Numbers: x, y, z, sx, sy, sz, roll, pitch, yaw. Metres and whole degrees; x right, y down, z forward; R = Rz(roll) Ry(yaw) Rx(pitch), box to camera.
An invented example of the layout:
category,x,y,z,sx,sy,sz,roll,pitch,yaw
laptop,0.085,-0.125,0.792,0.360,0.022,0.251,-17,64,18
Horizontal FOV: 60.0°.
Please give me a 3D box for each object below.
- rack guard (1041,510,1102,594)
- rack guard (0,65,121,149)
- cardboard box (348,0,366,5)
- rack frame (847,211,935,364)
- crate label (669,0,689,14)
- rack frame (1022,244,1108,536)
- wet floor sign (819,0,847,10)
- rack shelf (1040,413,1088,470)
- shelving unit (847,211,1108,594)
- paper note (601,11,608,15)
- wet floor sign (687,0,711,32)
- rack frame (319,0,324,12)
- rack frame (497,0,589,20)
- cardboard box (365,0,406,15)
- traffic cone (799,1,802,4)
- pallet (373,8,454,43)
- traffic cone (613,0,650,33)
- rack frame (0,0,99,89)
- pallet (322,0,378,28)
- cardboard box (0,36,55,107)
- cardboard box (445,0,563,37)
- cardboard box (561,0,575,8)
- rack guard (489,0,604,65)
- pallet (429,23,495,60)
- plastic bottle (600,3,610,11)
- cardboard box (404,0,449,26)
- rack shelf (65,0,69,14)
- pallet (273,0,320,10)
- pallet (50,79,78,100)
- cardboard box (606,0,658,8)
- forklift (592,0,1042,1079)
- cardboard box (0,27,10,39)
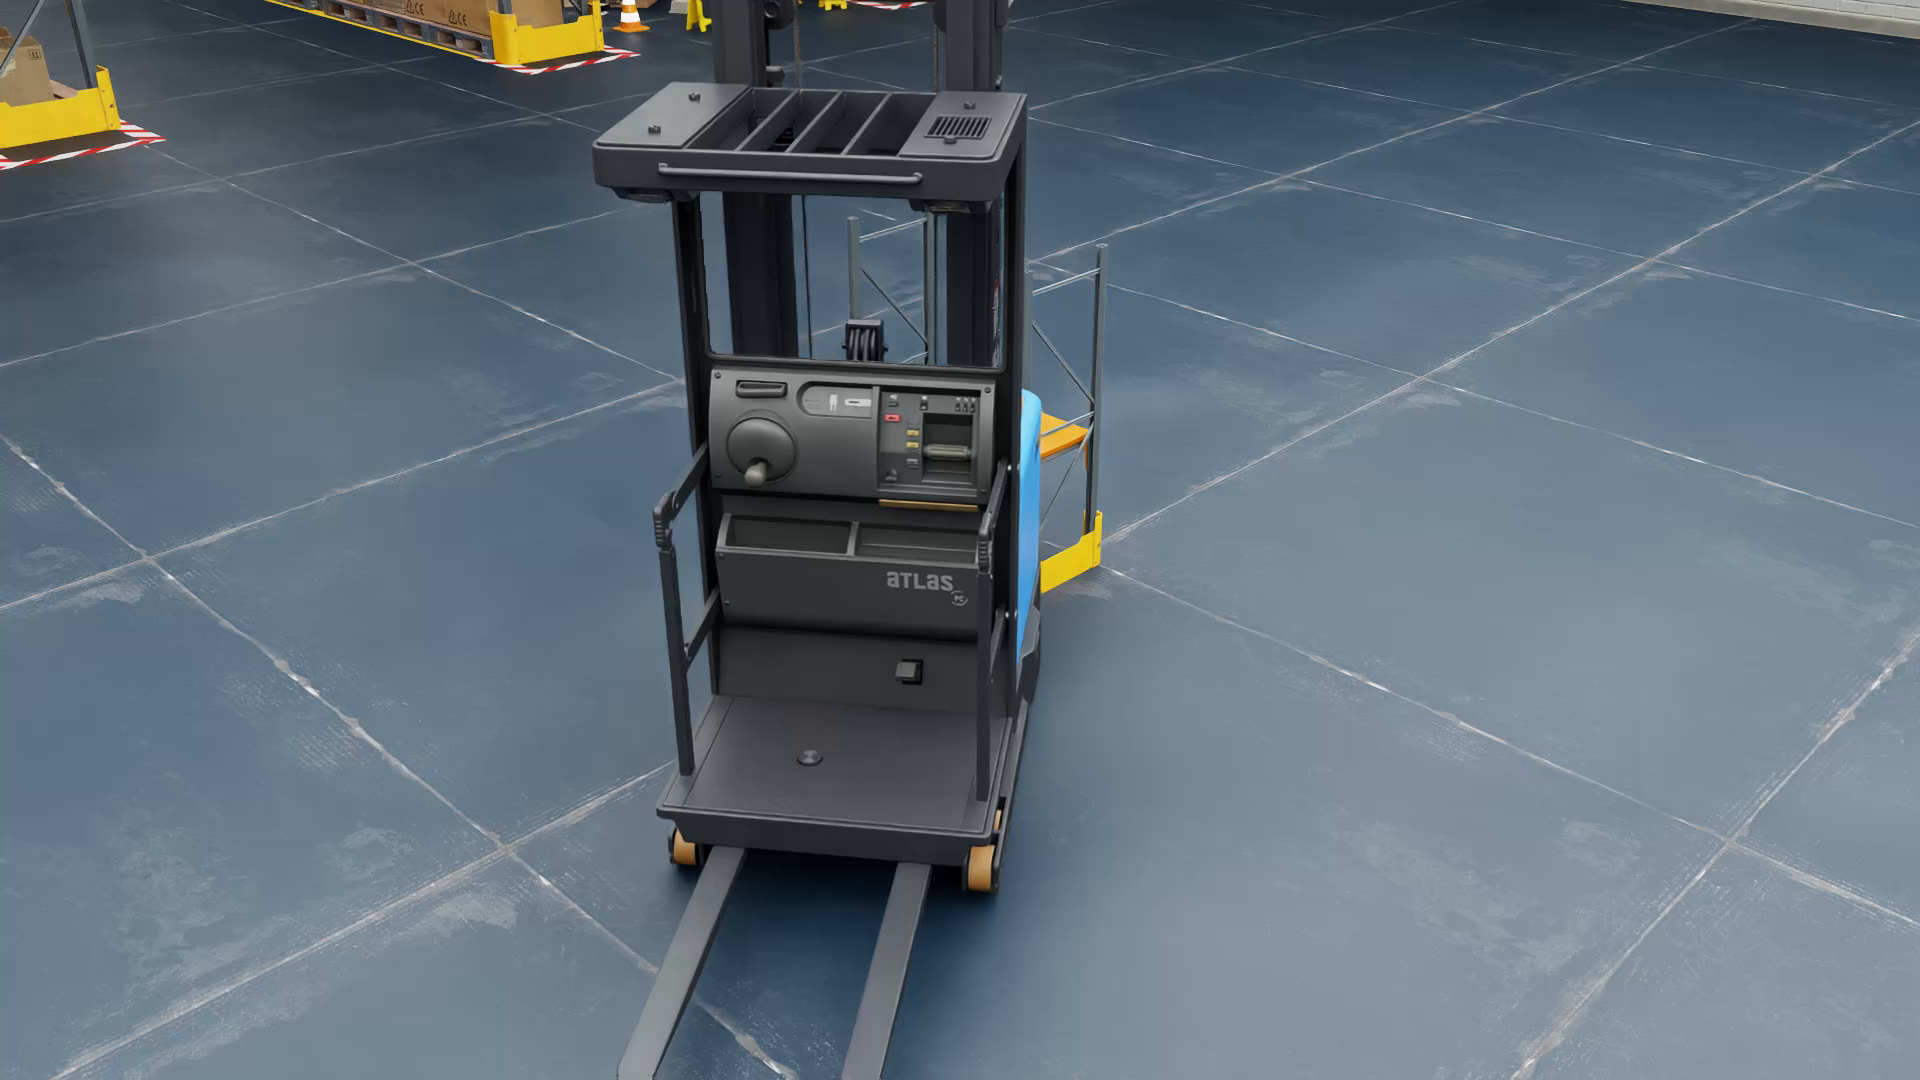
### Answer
category,x,y,z,sx,sy,sz,roll,pitch,yaw
rack guard,0.409,0.077,7.335,0.087,0.250,0.587,25,36,38
rack guard,-7.903,-3.714,14.277,0.348,0.500,1.175,25,36,38
cardboard box,-6.752,-6.731,19.160,0.875,0.875,0.875,-25,36,-38
rack frame,-0.302,-0.802,7.663,0.032,1.500,0.500,25,36,38
crate label,-3.252,-6.287,19.559,0.298,0.136,0.250,7,29,13
rack frame,0.423,-0.470,7.033,0.032,1.500,0.500,25,36,38
wet floor sign,-1.515,-6.626,19.657,0.267,0.644,0.232,-13,30,-22
rack shelf,0.061,-0.477,7.432,1.000,0.185,0.538,25,36,38
shelving unit,0.054,-0.639,7.354,1.083,1.500,0.587,25,36,38
paper note,-4.197,-6.156,19.426,0.144,0.017,0.142,-13,30,-22
wet floor sign,-2.890,-6.015,18.495,0.232,0.644,0.267,18,33,30
rack frame,-7.151,-7.714,19.198,0.127,3.000,1.000,25,36,38
rack frame,-4.299,-6.409,16.716,0.127,3.000,1.000,25,36,38
cardboard box,-6.107,-6.438,18.603,0.875,0.875,0.875,25,37,39
traffic cone,-2.112,-6.674,19.946,0.334,0.463,0.336,25,36,38
pallet,-5.790,-5.808,18.568,1.213,0.211,1.003,25,36,38
traffic cone,-3.682,-5.931,18.532,0.334,0.463,0.336,25,36,38
rack frame,-7.849,-4.796,13.648,0.127,3.000,1.000,25,36,38
pallet,-6.664,-6.206,19.326,1.213,0.211,1.003,25,36,38
cardboard box,-8.282,-4.085,14.530,0.500,0.500,0.500,-18,33,-30
cardboard box,-4.829,-5.854,17.492,0.875,0.875,0.875,25,37,39
cardboard box,-4.634,-6.554,19.930,0.396,0.266,0.258,-18,33,-31
rack guard,-4.282,-5.295,17.283,0.348,0.500,1.175,25,36,38
pallet,-4.924,-5.410,17.811,1.213,0.211,1.003,25,36,38
plastic bottle,-4.302,-6.325,19.713,0.283,0.061,0.133,12,30,22
cardboard box,-5.458,-6.140,18.036,0.875,0.875,0.875,24,36,38
rack shelf,-9.275,-5.130,15.056,4.000,0.370,1.077,25,36,38
pallet,-7.754,-6.707,20.278,1.213,0.211,1.003,25,36,38
pallet,-8.457,-3.863,14.871,1.213,0.211,1.003,25,36,38
cardboard box,-3.928,-6.713,19.976,0.637,0.503,0.797,2,28,4
forklift,-0.379,-0.302,5.174,1.130,2.935,3.031,4,28,7
cardboard box,-8.732,-4.268,14.879,0.500,0.500,0.500,-15,31,-27
